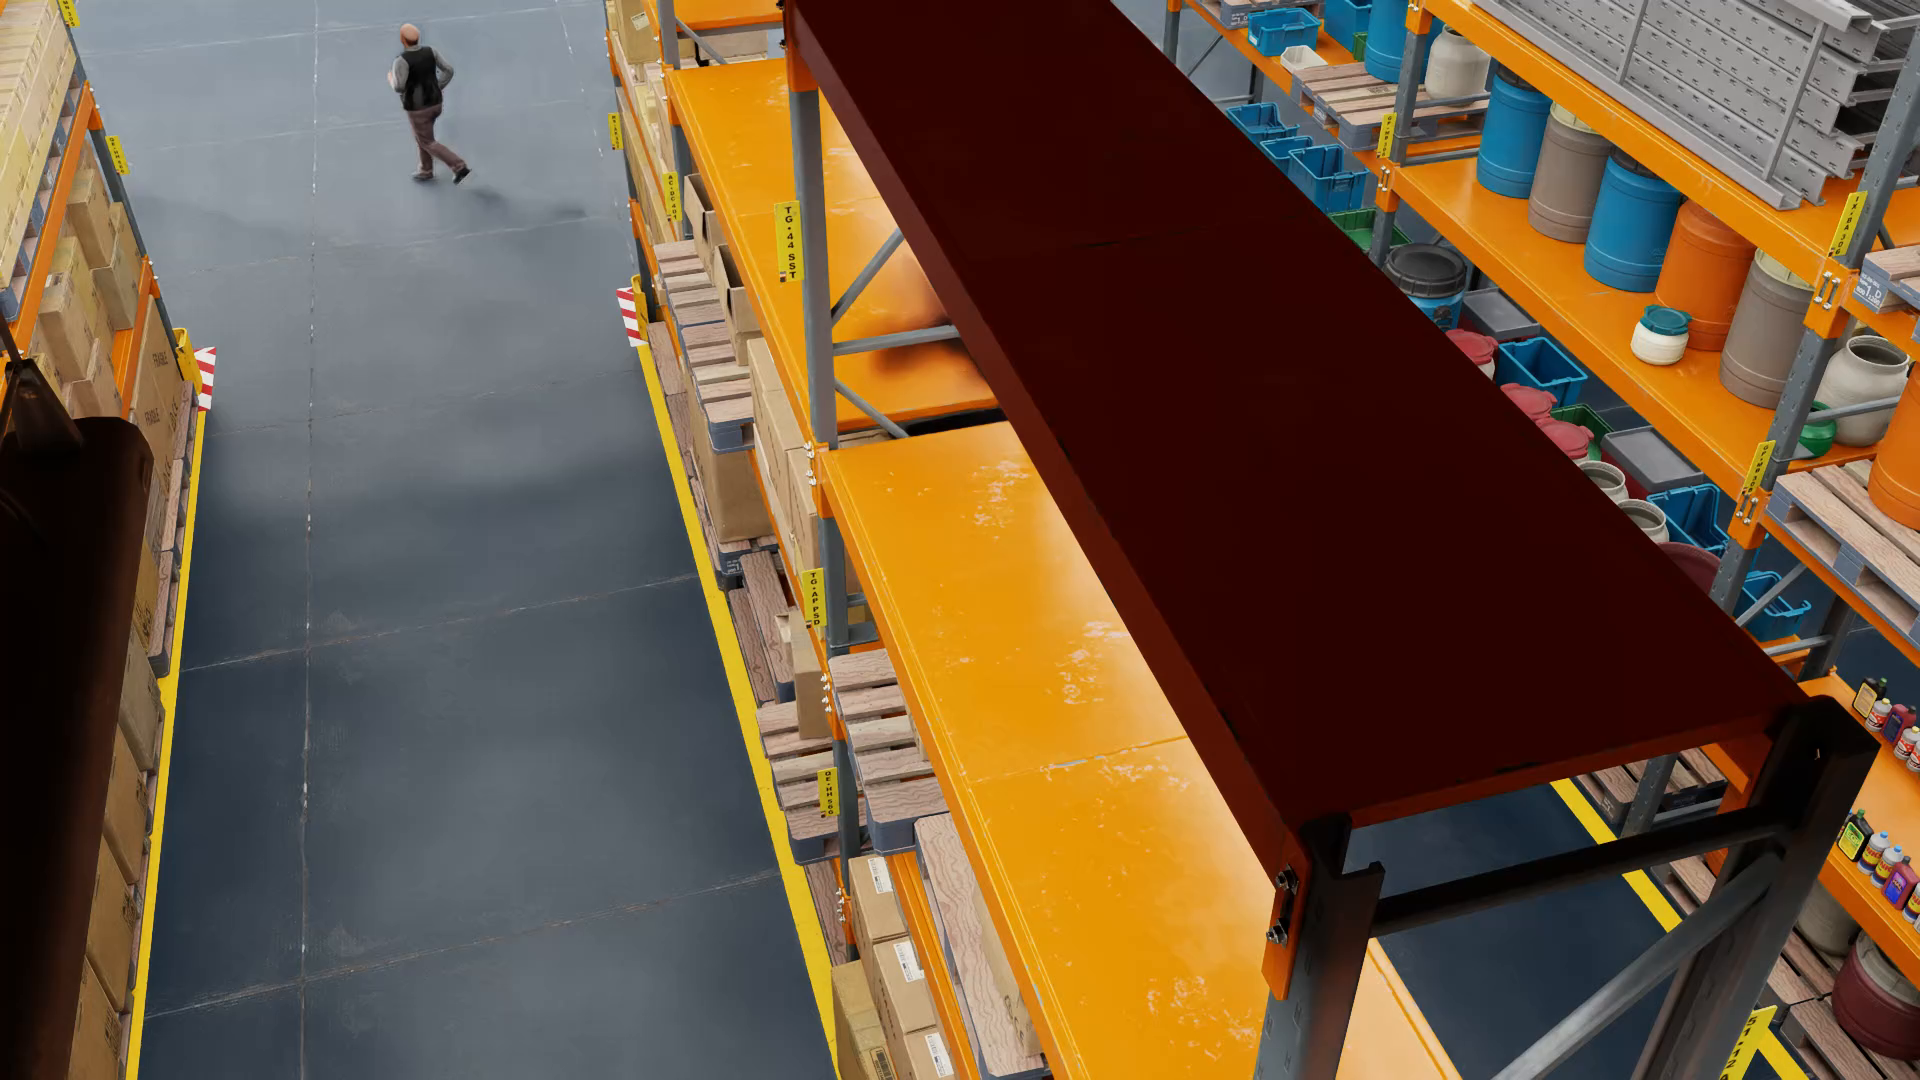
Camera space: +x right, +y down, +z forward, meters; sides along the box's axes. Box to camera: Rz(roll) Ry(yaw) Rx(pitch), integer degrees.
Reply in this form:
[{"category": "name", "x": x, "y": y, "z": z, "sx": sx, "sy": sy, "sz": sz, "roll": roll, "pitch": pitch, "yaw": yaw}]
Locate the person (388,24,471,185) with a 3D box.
[{"category": "person", "x": -5.472, "y": -4.403, "z": 17.003, "sx": 0.890, "sy": 1.736, "sz": 0.648, "roll": 19, "pitch": 42, "yaw": 23}]
